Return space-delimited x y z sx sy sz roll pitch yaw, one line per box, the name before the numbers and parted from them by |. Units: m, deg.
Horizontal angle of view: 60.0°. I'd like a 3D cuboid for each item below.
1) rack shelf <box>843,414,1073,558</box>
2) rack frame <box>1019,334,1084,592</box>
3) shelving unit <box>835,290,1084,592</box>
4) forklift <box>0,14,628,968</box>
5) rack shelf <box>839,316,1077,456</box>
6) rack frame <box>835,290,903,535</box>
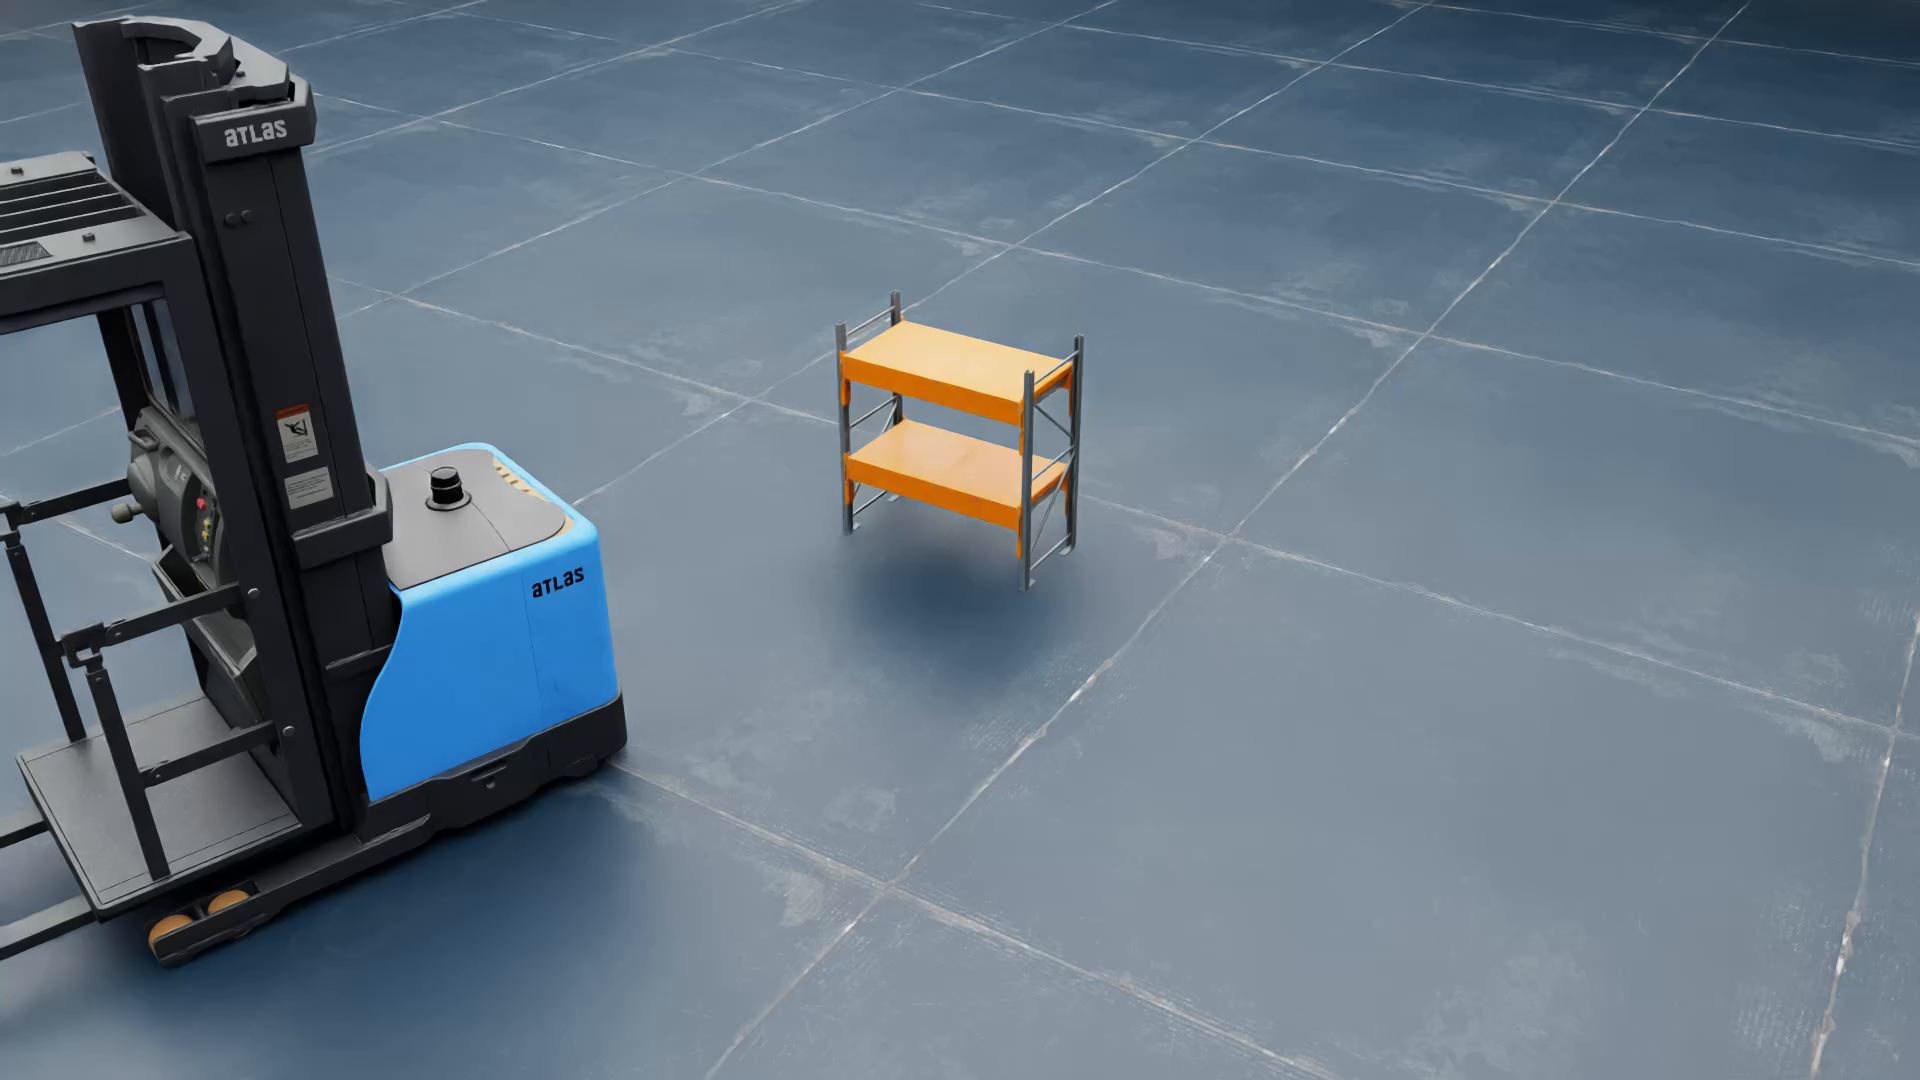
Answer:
rack shelf | -0.006 -0.276 8.093 1.000 0.278 0.538 18 35 27
rack frame | 0.425 -0.351 7.736 0.032 1.125 0.500 18 35 27
shelving unit | -0.006 -0.488 7.970 1.048 1.125 0.538 18 35 27
forklift | -2.802 -0.103 5.518 3.031 2.935 1.130 -23 37 -33
rack shelf | -0.006 -0.740 7.822 1.000 0.278 0.538 18 35 27
rack frame | -0.436 -0.624 8.203 0.032 1.125 0.500 18 35 27
